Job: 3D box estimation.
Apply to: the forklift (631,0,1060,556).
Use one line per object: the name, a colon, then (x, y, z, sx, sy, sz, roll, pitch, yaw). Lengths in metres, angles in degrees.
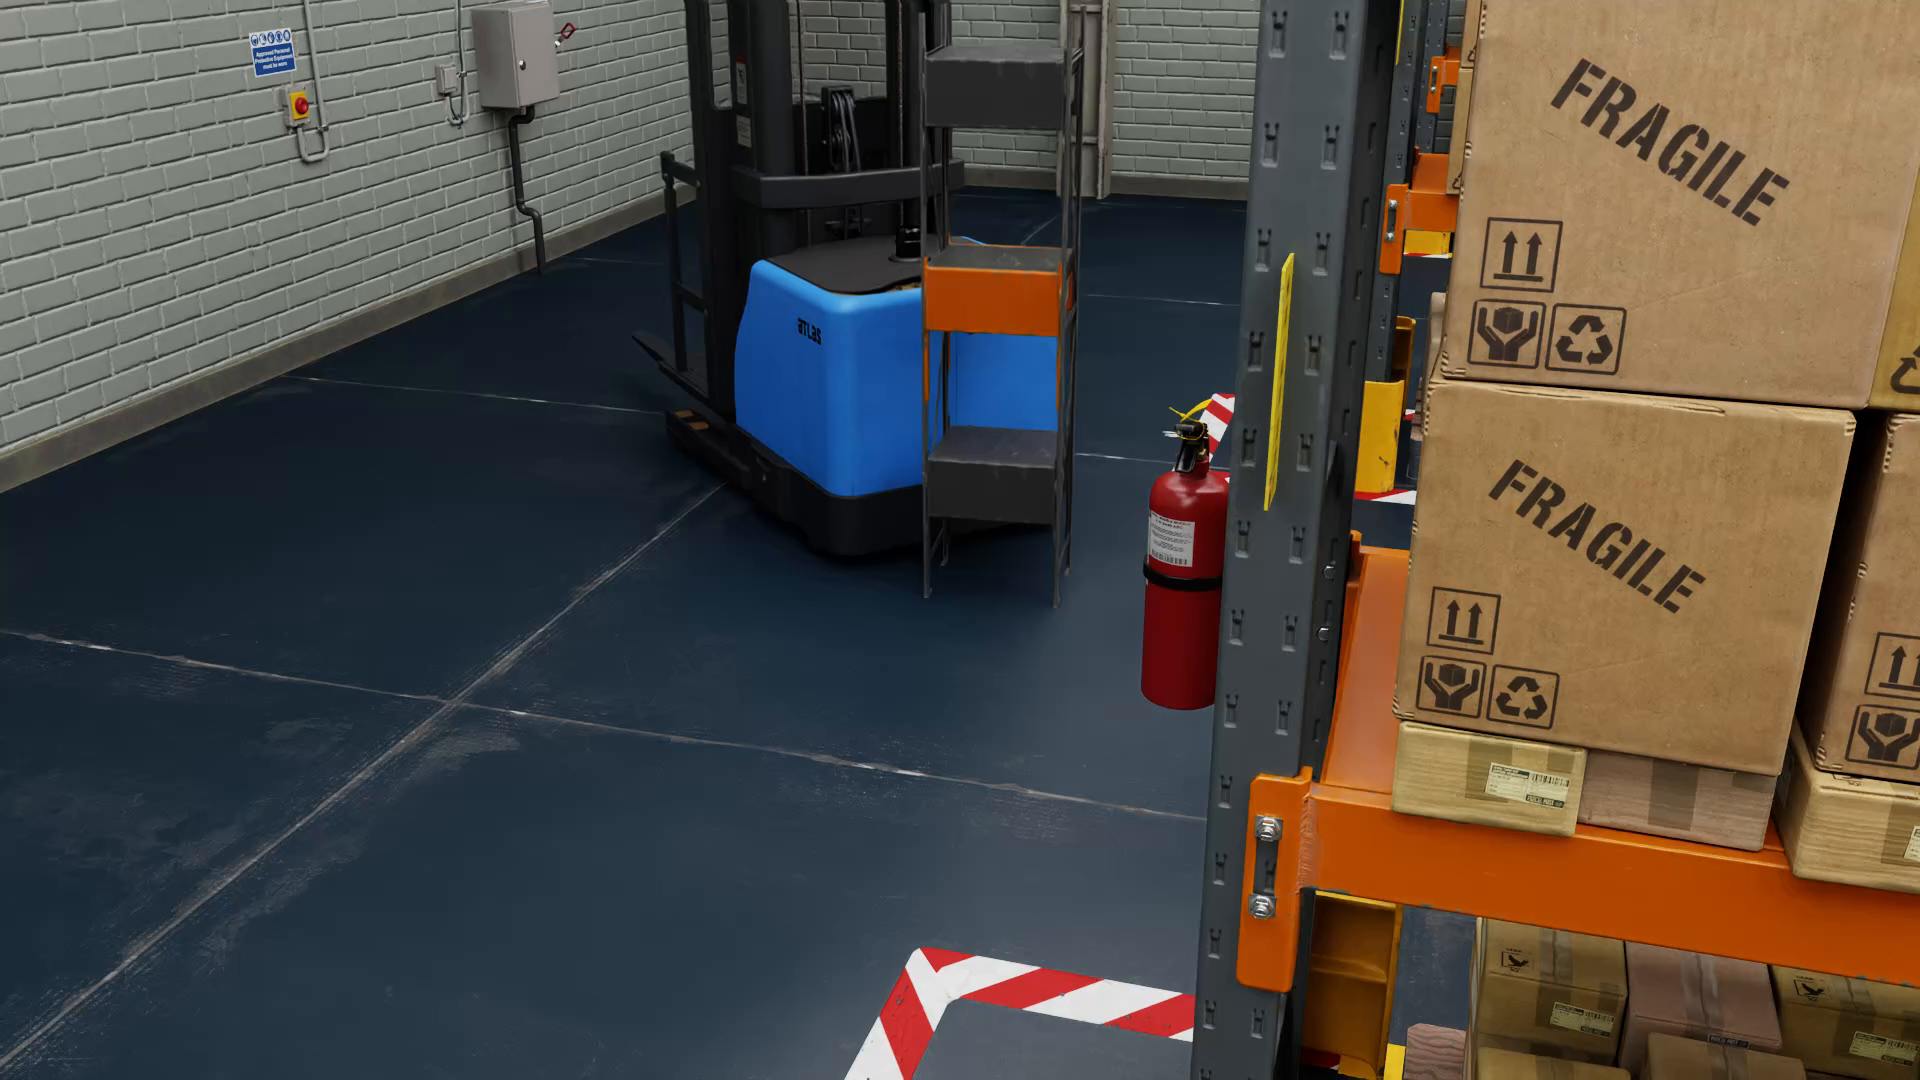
forklift: (-0.734, -1.814, 7.329, 1.130, 2.935, 3.031, -12, 25, -26)

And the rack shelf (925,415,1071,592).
rack shelf: (0.150, -0.144, 6.235, 0.480, 0.518, 0.431, 4, 23, 10)

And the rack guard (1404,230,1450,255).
rack guard: (3.411, -2.451, 12.085, 0.348, 0.500, 1.175, 7, 23, 16)

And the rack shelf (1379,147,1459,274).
rack shelf: (3.822, -1.259, 6.836, 4.000, 0.370, 1.077, 7, 23, 16)

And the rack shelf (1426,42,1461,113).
rack shelf: (5.253, -3.063, 11.233, 4.000, 0.370, 1.077, 7, 23, 16)

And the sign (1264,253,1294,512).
sign: (0.418, -0.205, 2.177, 0.005, 0.325, 0.100, 7, 23, 16)

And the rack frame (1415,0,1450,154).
rack frame: (3.338, -3.615, 11.631, 0.127, 3.000, 1.000, 7, 23, 16)

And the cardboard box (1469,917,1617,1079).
cardboard box: (1.162, 0.939, 3.339, 0.250, 0.149, 0.380, 6, 23, 14)

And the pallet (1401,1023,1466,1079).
pallet: (1.415, 1.398, 3.083, 1.213, 0.211, 1.003, 7, 23, 16)

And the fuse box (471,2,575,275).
fuse box: (-2.751, -2.572, 10.786, 0.414, 1.711, 0.539, 7, 23, 16)

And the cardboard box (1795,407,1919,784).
cardboard box: (1.444, 0.013, 2.262, 0.500, 0.500, 0.500, 7, 23, 16)

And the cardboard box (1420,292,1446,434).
cardboard box: (2.568, -0.784, 7.552, 0.875, 0.438, 0.875, 6, 23, 14)

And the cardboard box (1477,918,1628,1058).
cardboard box: (1.155, 0.813, 3.254, 0.250, 0.149, 0.380, 7, 23, 16)

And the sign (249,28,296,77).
sign: (-3.570, -2.535, 8.642, 0.001, 0.218, 0.327, 7, 23, 16)

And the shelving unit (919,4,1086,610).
shelving unit: (0.150, -0.804, 5.964, 0.503, 2.100, 0.431, 4, 23, 10)

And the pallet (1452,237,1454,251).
pallet: (4.174, -2.230, 11.928, 1.213, 0.211, 1.003, 7, 23, 16)

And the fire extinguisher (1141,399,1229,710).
fire extinguisher: (0.467, 0.011, 3.384, 0.183, 0.674, 0.296, 7, 23, 16)

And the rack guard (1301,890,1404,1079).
rack guard: (0.647, 1.163, 3.276, 0.348, 0.500, 1.175, 7, 23, 16)

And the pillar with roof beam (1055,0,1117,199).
pillar with roof beam: (-0.227, -5.450, 8.198, 0.400, 9.000, 9.100, 7, 23, 16)

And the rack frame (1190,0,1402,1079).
rack frame: (0.574, -0.002, 2.822, 0.127, 3.000, 1.000, 7, 23, 16)

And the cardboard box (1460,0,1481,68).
cardboard box: (2.285, -2.164, 6.644, 0.500, 0.500, 0.500, 6, 23, 14)

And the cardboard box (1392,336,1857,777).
cardboard box: (0.924, -0.036, 2.382, 0.500, 0.500, 0.500, 8, 24, 18)

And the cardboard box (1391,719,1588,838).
cardboard box: (0.790, 0.269, 2.493, 0.250, 0.149, 0.380, 6, 23, 15)

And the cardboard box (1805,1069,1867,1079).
cardboard box: (1.660, 0.996, 3.201, 0.250, 0.149, 0.380, 6, 23, 13)

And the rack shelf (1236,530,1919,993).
rack shelf: (2.489, 0.550, 2.424, 4.000, 0.370, 1.077, 7, 23, 16)

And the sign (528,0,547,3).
sign: (-2.807, -3.327, 11.052, 0.001, 0.494, 0.329, 7, 23, 16)

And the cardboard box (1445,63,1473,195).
cardboard box: (2.284, -1.701, 6.832, 0.500, 0.500, 0.500, 6, 23, 15)

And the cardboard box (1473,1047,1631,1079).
cardboard box: (0.978, 1.028, 2.730, 0.250, 0.149, 0.380, 5, 23, 13)

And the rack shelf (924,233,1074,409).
rack shelf: (0.150, -0.792, 5.969, 0.480, 0.518, 0.431, 4, 23, 10)

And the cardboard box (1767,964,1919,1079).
cardboard box: (1.663, 0.844, 3.179, 0.250, 0.149, 0.380, 6, 23, 14)

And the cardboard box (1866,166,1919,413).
cardboard box: (1.413, -0.450, 2.073, 0.500, 0.500, 0.500, 7, 23, 17)

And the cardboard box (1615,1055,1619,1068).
cardboard box: (1.397, 0.988, 3.221, 0.250, 0.149, 0.380, 6, 23, 14)

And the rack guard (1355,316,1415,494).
rack guard: (1.885, -0.658, 7.714, 0.348, 0.500, 1.175, 7, 23, 16)

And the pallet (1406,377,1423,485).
pallet: (2.696, -0.462, 7.619, 1.213, 0.211, 1.003, 7, 23, 16)

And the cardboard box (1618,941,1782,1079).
cardboard box: (1.378, 0.862, 3.136, 0.250, 0.149, 0.380, 7, 23, 17)

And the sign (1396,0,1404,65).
sign: (1.742, -2.048, 6.564, 0.005, 0.325, 0.100, 7, 23, 16)

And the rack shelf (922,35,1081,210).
rack shelf: (0.150, -1.439, 5.704, 0.480, 0.518, 0.431, 4, 23, 10)

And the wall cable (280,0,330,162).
wall cable: (-3.498, -2.906, 8.521, 0.123, 1.953, 0.585, 7, 23, 16)

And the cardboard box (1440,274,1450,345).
cardboard box: (1.079, -0.230, 2.855, 0.500, 0.500, 0.500, 7, 23, 17)

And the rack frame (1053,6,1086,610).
rack frame: (0.389, -0.787, 5.921, 0.015, 2.100, 0.400, 4, 23, 10)

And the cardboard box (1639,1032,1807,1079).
cardboard box: (1.277, 1.015, 2.763, 0.250, 0.149, 0.380, 7, 23, 16)

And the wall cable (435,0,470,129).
wall cable: (-3.099, -3.408, 9.786, 0.122, 1.984, 0.588, 7, 23, 16)

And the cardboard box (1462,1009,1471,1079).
cardboard box: (1.139, 1.105, 3.328, 0.250, 0.149, 0.380, 7, 23, 16)

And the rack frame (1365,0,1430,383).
rack frame: (1.908, -1.811, 7.234, 0.127, 3.000, 1.000, 7, 23, 16)

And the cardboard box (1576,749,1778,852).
cardboard box: (1.046, 0.282, 2.462, 0.250, 0.149, 0.380, 7, 23, 17)

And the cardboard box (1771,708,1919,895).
cardboard box: (1.288, 0.331, 2.342, 0.250, 0.149, 0.380, 6, 23, 14)

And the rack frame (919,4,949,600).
rack frame: (-0.090, -0.822, 6.007, 0.015, 2.100, 0.400, 4, 23, 10)

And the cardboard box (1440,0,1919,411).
cardboard box: (0.928, -0.503, 2.202, 0.500, 0.500, 0.500, 6, 23, 15)
